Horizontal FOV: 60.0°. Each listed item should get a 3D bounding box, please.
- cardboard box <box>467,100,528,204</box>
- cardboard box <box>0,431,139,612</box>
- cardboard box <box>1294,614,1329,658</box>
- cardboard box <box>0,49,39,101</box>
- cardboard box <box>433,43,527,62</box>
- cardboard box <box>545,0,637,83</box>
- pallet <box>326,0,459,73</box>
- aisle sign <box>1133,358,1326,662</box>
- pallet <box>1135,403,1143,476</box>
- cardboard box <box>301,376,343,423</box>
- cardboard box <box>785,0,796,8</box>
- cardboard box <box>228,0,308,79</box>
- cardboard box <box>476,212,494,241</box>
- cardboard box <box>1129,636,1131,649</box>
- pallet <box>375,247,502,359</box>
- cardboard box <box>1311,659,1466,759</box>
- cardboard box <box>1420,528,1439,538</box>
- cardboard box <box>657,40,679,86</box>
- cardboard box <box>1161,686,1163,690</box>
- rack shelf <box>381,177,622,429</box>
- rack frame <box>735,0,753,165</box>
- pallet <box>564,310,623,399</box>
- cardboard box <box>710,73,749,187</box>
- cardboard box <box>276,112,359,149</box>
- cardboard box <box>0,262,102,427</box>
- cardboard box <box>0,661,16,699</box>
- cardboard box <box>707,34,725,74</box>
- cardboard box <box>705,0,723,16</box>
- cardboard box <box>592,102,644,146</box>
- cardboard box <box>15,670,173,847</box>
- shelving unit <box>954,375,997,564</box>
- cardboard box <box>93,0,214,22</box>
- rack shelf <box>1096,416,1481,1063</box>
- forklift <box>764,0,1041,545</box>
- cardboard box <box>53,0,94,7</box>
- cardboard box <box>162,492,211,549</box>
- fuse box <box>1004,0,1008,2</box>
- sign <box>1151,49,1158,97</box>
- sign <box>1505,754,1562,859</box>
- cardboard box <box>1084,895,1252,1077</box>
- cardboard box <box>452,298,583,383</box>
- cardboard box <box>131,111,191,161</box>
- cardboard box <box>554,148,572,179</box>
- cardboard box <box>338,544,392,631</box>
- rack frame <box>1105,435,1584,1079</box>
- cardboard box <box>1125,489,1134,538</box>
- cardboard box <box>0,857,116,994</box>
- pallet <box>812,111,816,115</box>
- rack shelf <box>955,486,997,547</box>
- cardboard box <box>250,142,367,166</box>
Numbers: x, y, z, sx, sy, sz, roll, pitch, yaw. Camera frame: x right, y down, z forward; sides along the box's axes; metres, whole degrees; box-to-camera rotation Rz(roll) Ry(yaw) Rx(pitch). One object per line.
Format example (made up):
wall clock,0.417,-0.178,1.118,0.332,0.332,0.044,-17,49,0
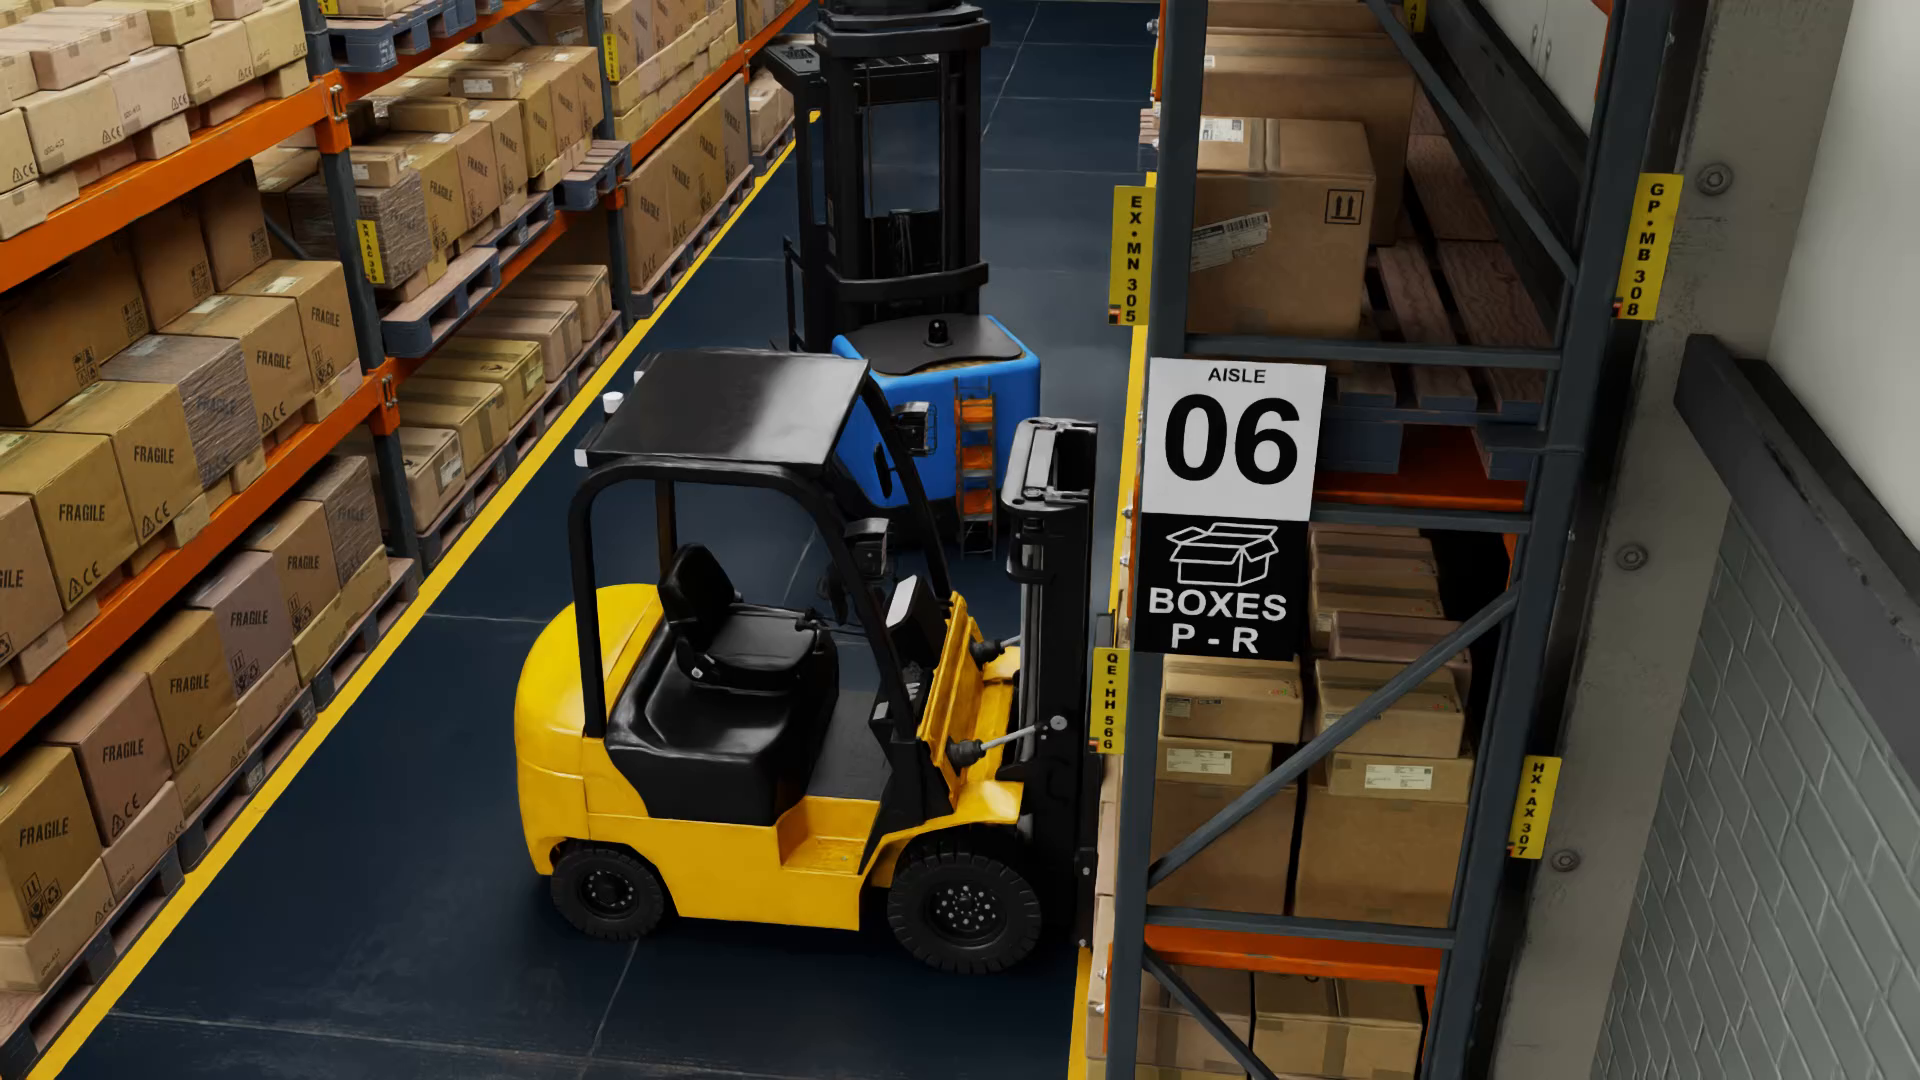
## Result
cardboard box,-2.978,-2.370,10.125,0.500,0.500,0.500,2,28,4
cardboard box,-3.543,-0.079,6.314,0.500,0.500,0.500,3,28,5
cardboard box,1.233,0.361,5.129,0.380,0.149,0.250,3,28,5
cardboard box,-3.534,-1.644,5.900,0.380,0.149,0.250,4,29,7
cardboard box,-3.302,-3.140,11.554,0.500,0.500,0.500,3,28,5
cardboard box,-2.714,-3.681,12.260,0.500,0.500,0.500,2,28,5
pallet,-3.326,-2.618,8.482,1.213,0.211,1.003,3,28,6
aisle sign,0.629,-0.057,3.952,0.394,0.787,0.004,3,28,6
pallet,1.618,-0.507,10.468,1.003,0.211,1.213,3,28,6
cardboard box,-3.268,-0.698,8.149,0.380,0.149,0.250,4,29,7
cardboard box,-2.014,-5.824,17.293,0.500,0.500,0.500,4,29,8
cardboard box,-3.295,-2.257,7.459,0.500,0.250,0.500,3,28,6
cardboard box,-3.023,-1.902,9.939,0.380,0.149,0.250,4,29,7
cardboard box,0.801,0.539,5.481,0.500,0.500,0.500,4,29,8
pallet,-3.270,-1.363,9.319,1.003,0.211,1.213,3,28,6
cardboard box,1.182,0.467,4.617,0.380,0.149,0.250,3,28,5
cardboard box,1.449,-0.138,5.740,0.380,0.149,0.250,3,28,5
cardboard box,-2.573,-3.834,13.335,0.500,0.250,0.500,3,28,6
cardboard box,0.695,0.443,4.976,0.380,0.149,0.250,4,29,7
rack shelf,-3.263,-1.721,10.540,1.077,0.370,4.000,3,28,6
rack frame,-2.527,-4.862,15.611,1.000,3.000,0.127,3,28,6
pallet,-3.115,-1.383,12.095,1.003,0.211,1.213,3,28,6
cardboard box,-2.524,-3.815,15.465,0.875,0.875,0.875,4,29,8
cardboard box,-3.604,-2.297,9.305,0.380,0.149,0.250,3,28,5
cardboard box,-3.923,-0.792,6.584,0.700,0.500,0.500,3,28,6
cardboard box,-3.621,0.510,5.906,0.380,0.149,0.250,2,28,5
cardboard box,-2.396,-4.330,14.783,0.500,0.250,0.500,3,28,5
cardboard box,-2.389,-4.877,14.480,0.500,0.500,0.500,4,29,7
cardboard box,-2.708,-3.128,12.552,0.500,0.250,0.500,3,28,5
cardboard box,-3.562,0.861,6.654,0.500,0.500,0.500,2,28,4
shelving unit,0.088,-0.390,9.364,0.215,1.050,0.252,-3,28,-4
cardboard box,-3.406,-2.251,7.027,0.380,0.149,0.250,4,29,7
rack shelf,1.174,0.449,6.512,1.077,0.370,4.000,3,28,6
forklift,-0.520,-1.943,10.266,1.130,2.935,3.031,-10,30,-18
cardboard box,-3.914,-2.280,7.080,0.380,0.149,0.250,2,28,5
cardboard box,-3.422,-0.096,7.030,0.380,0.149,0.250,4,29,7
fuse box,0.697,-8.642,23.987,0.539,1.711,0.414,3,28,6
sign,1.369,-3.194,11.379,0.100,0.325,0.005,3,28,6
sign,1.479,0.693,4.305,0.100,0.325,0.005,3,28,6
cardboard box,0.676,1.424,5.346,0.500,0.250,0.500,4,29,8
cardboard box,-3.179,-1.394,11.502,0.950,0.372,0.625,3,28,5
cardboard box,-3.384,-1.656,6.763,0.380,0.149,0.250,4,29,8
cardboard box,-2.810,-2.515,11.079,0.380,0.149,0.250,2,28,4
cardboard box,-3.313,0.224,8.628,0.500,0.250,0.500,5,29,9
rack frame,0.929,1.074,4.594,1.000,3.000,0.127,3,28,6
cardboard box,1.048,-0.014,8.016,0.500,0.250,0.500,3,28,5
cardboard box,-3.625,1.449,6.354,0.500,0.250,0.500,3,28,6
pallet,-2.058,-5.136,19.061,1.003,0.211,1.213,3,28,6
rack shelf,0.091,-0.136,9.501,0.215,0.259,0.240,-3,28,-4
cardboard box,-3.619,-1.920,9.289,0.500,0.500,0.500,4,29,6
